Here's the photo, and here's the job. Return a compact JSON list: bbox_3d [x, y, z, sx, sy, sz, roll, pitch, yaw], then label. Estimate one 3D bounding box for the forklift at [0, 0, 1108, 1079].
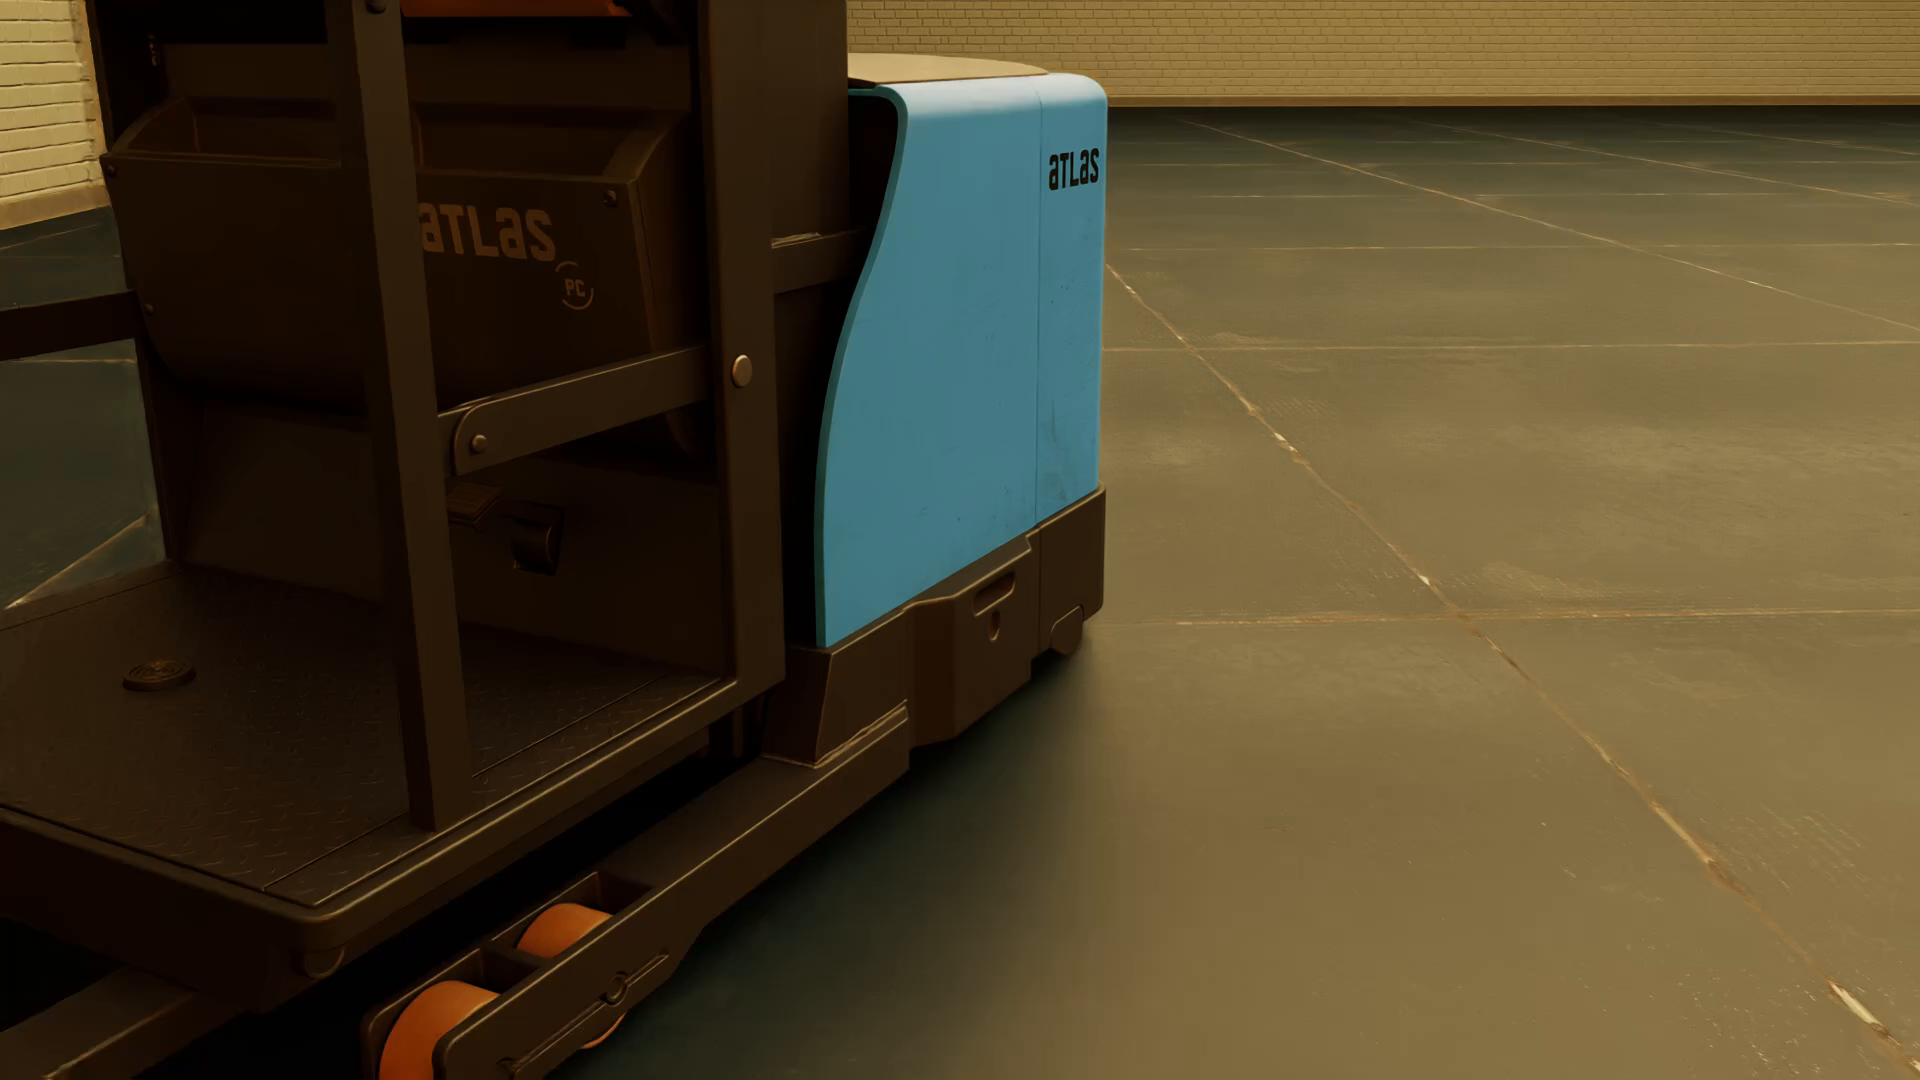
[{"bbox_3d":[-0.853,-0.902,1.856,1.130,2.935,3.031,9,19,26],"label":"forklift"}]
